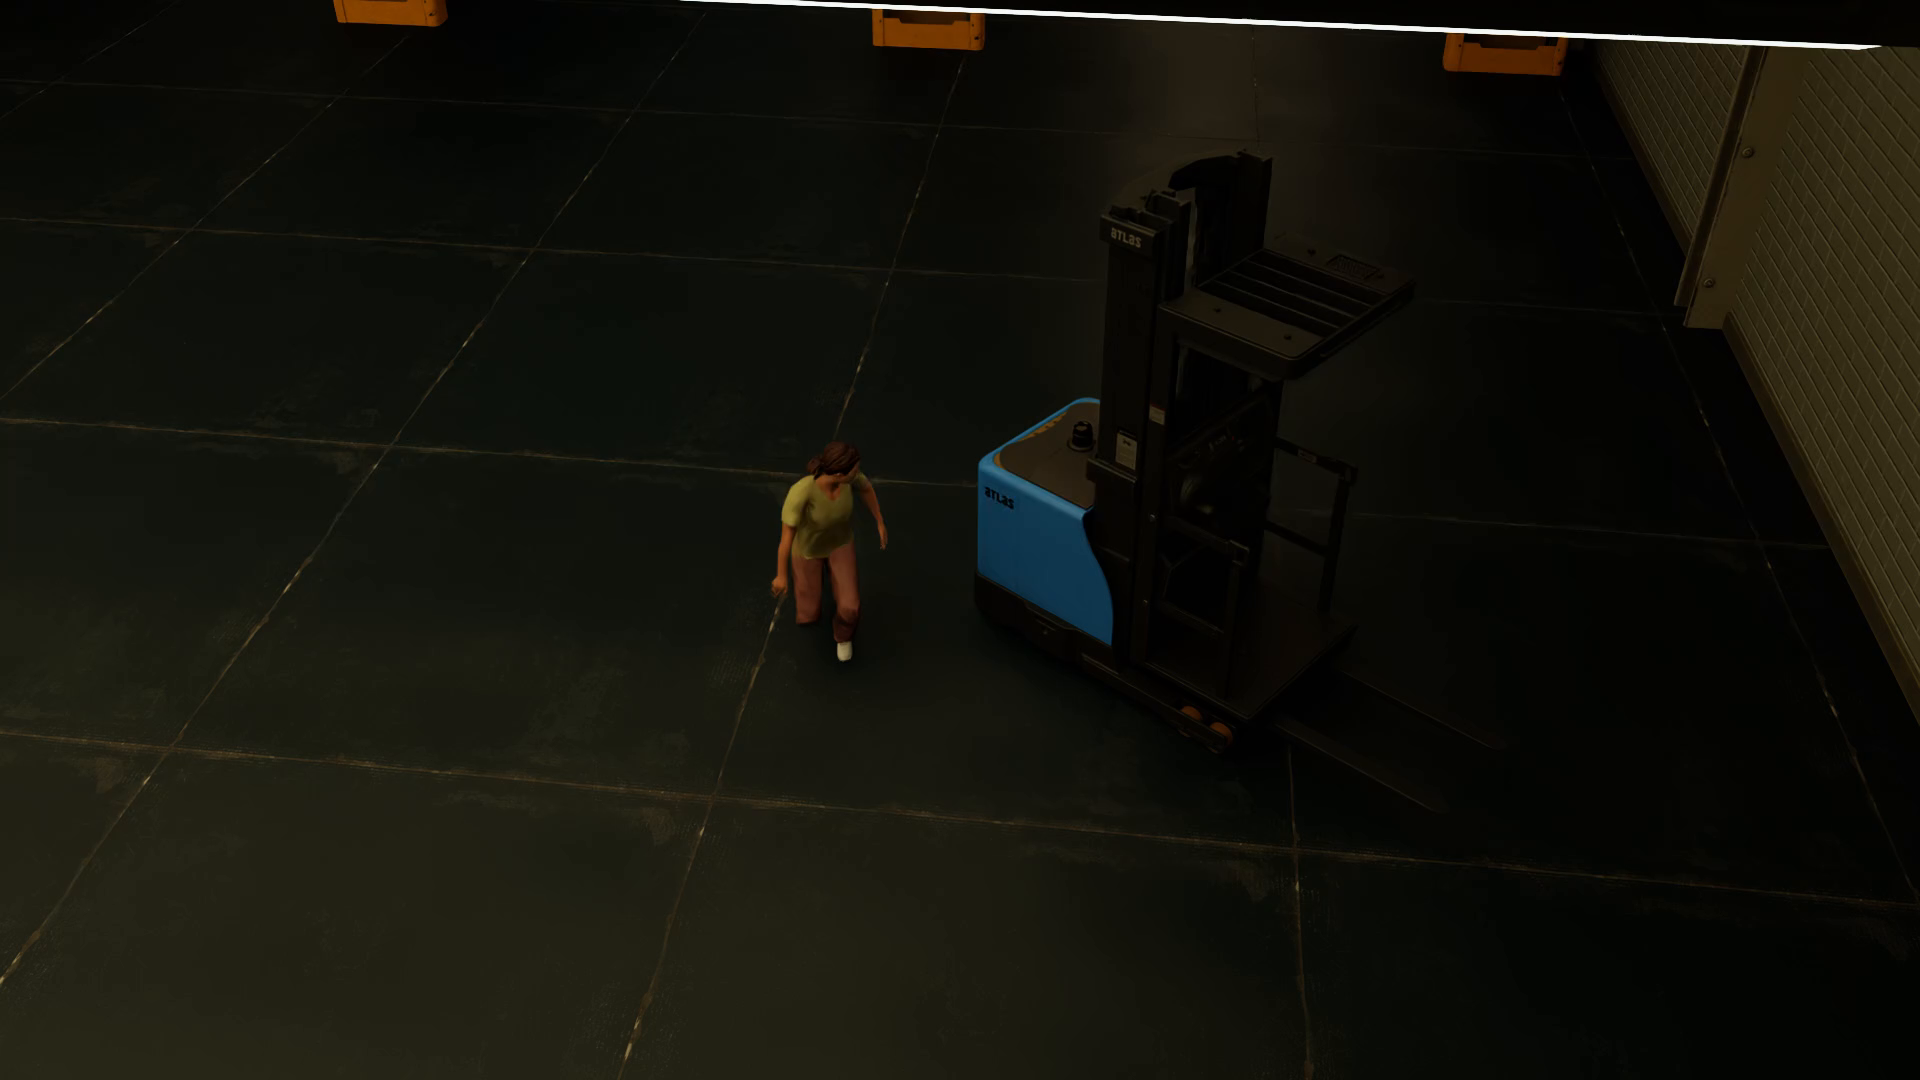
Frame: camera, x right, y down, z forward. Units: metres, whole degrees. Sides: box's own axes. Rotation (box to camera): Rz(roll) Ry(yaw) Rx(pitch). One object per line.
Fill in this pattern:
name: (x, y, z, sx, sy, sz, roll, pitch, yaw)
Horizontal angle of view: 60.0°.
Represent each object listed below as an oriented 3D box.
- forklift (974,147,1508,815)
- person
forklift: (1.514, -0.386, 8.553, 3.031, 2.935, 1.130, 28, 45, 33)
person: (-0.757, 0.012, 9.268, 0.740, 1.472, 0.631, -14, 39, -18)
